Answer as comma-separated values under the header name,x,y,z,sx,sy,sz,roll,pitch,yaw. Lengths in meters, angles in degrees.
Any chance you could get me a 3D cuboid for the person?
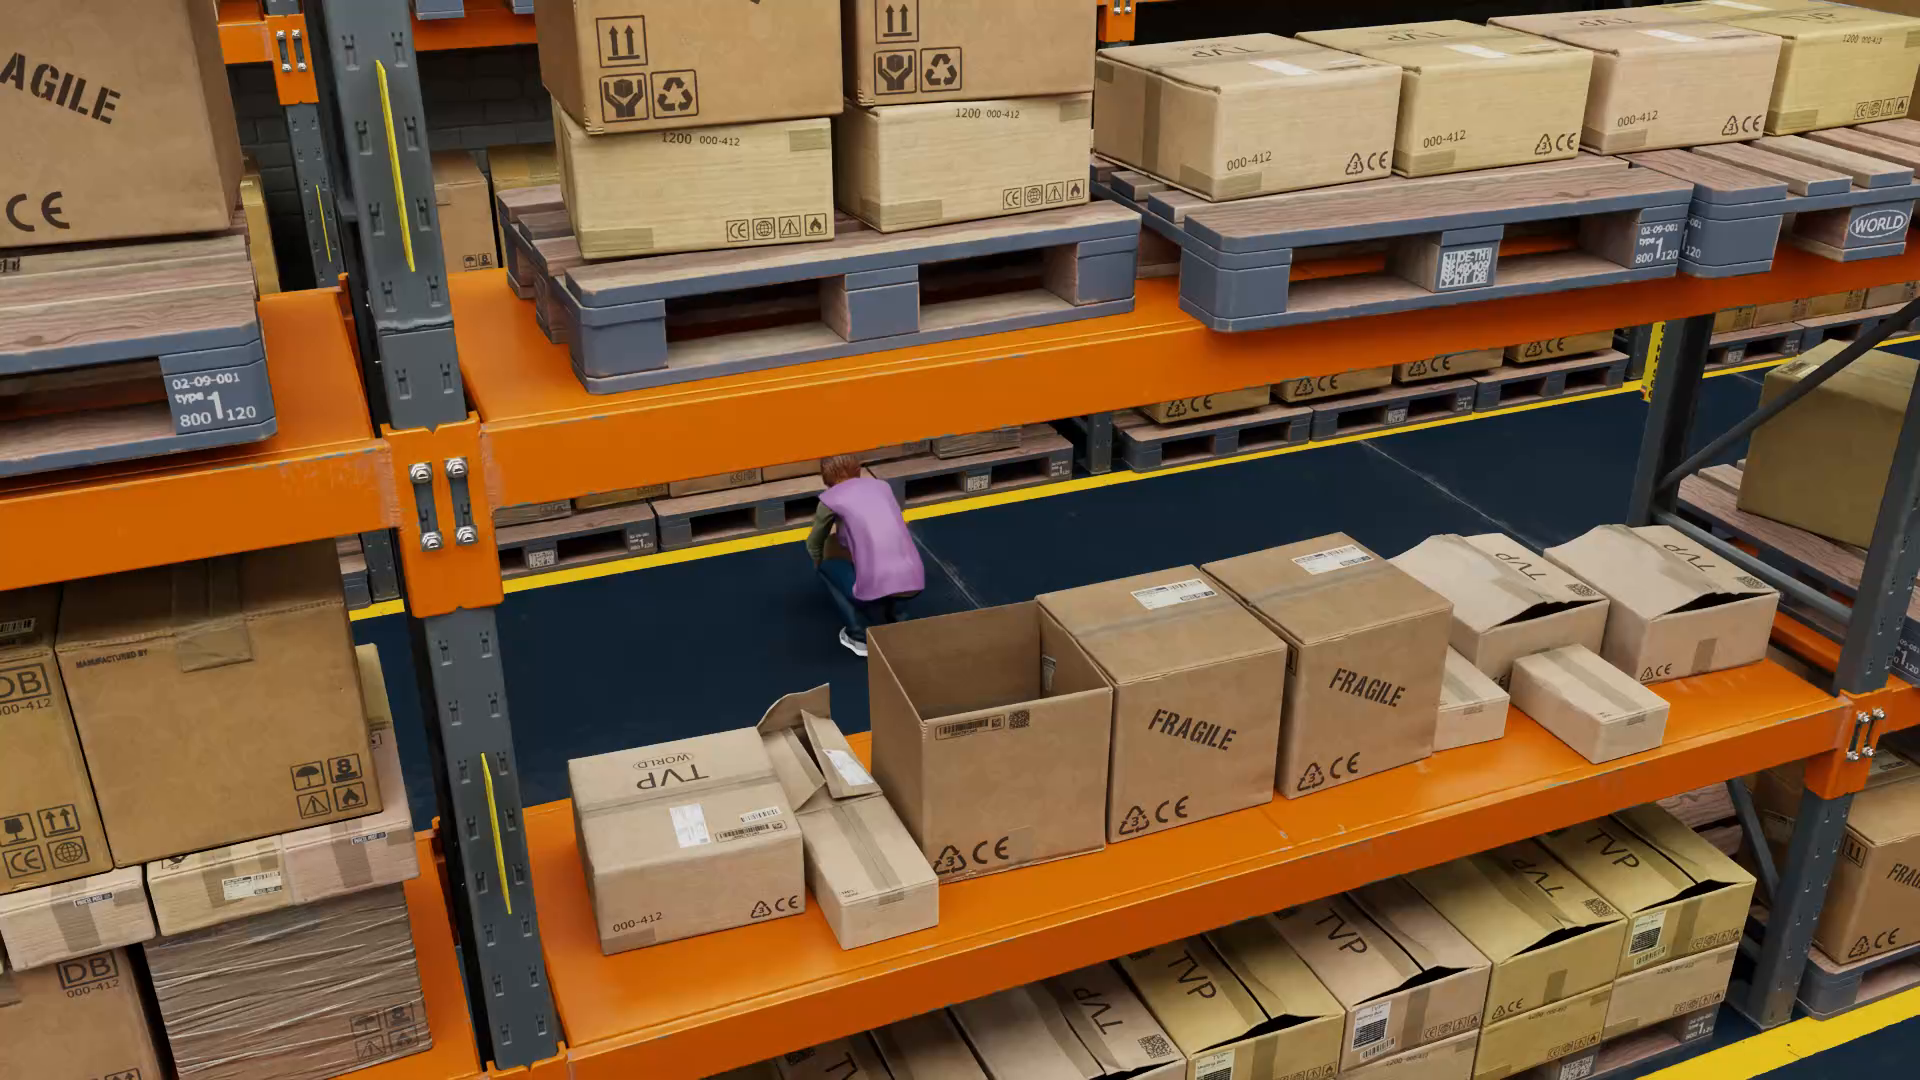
name,x,y,z,sx,sy,sz,roll,pitch,yaw
person,-0.446,0.048,7.835,0.458,0.888,0.811,-11,28,-20
